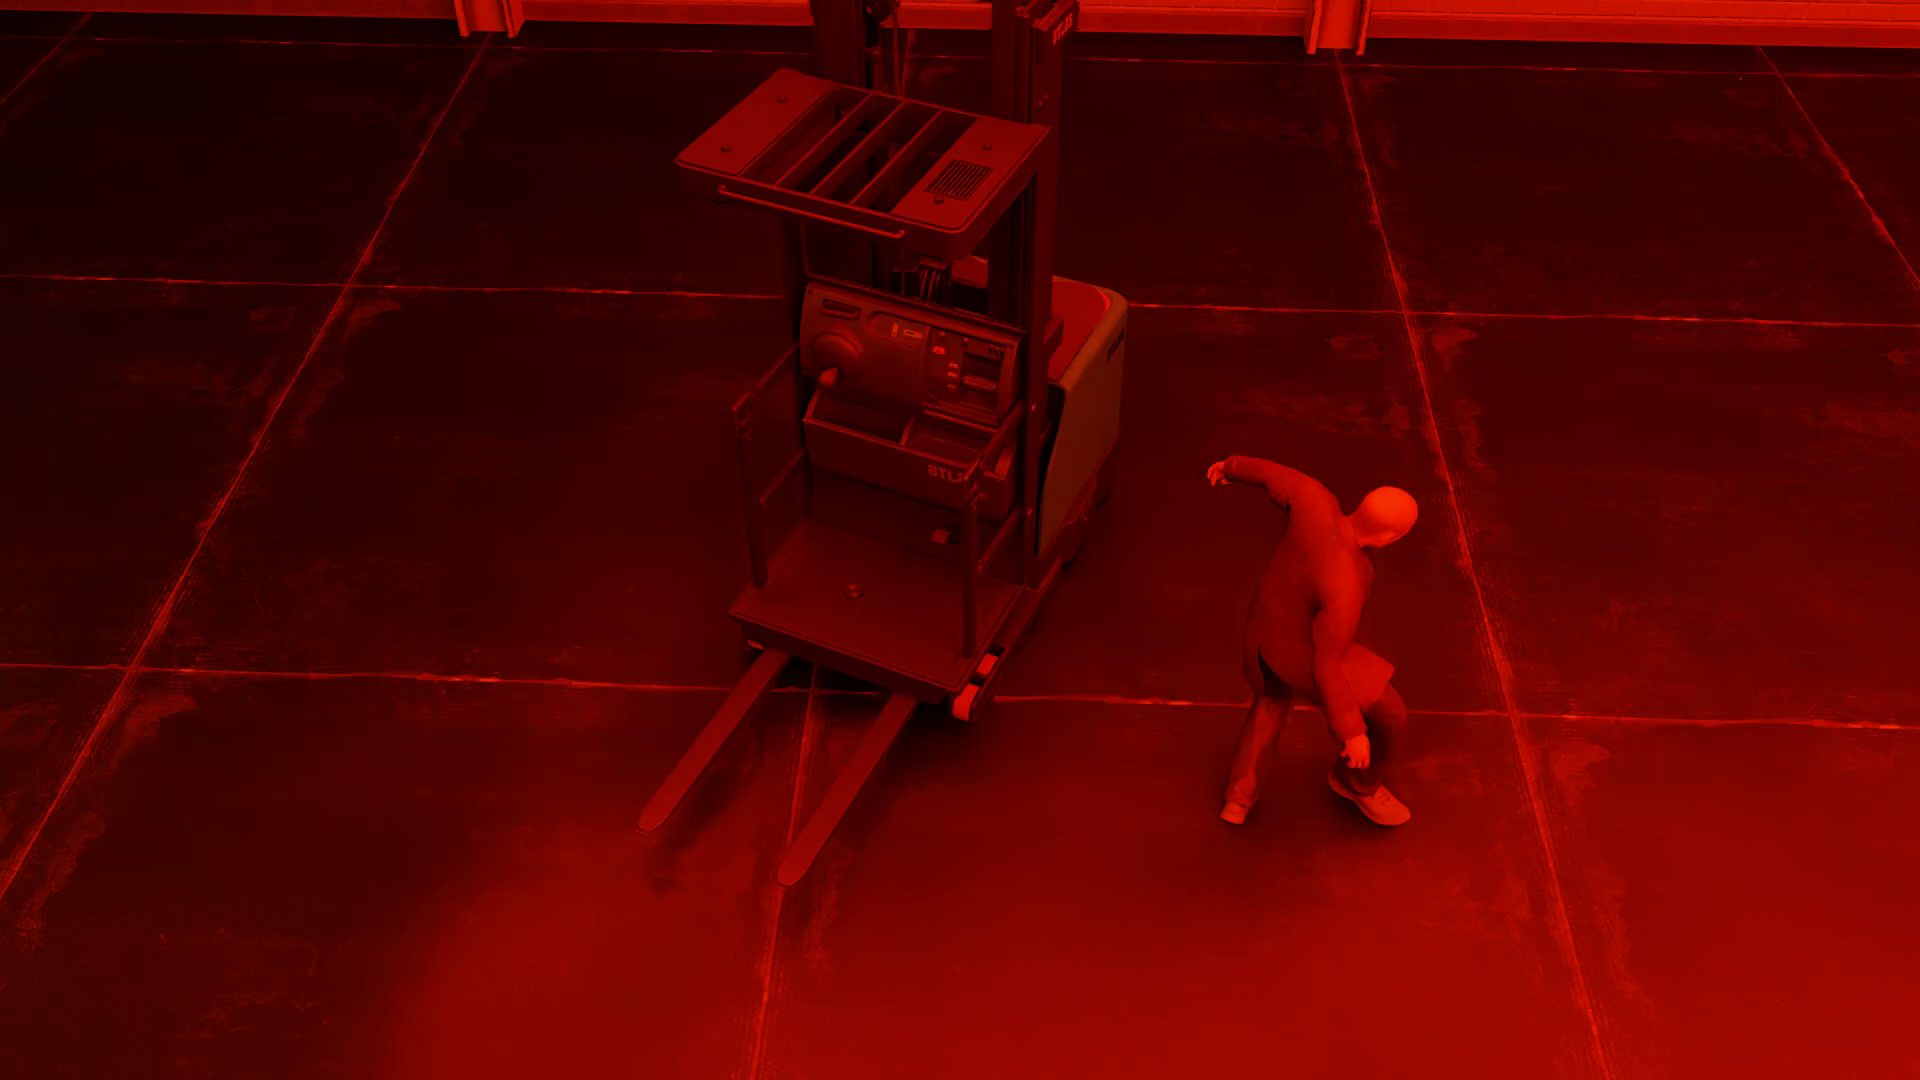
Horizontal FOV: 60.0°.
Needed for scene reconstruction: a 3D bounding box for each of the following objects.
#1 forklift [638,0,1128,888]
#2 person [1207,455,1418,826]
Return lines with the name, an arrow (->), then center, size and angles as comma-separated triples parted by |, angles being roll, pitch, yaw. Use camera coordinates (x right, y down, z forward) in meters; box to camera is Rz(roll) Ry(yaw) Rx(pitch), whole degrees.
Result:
forklift -> -0.299, -0.648, 6.452 | 1.130, 2.935, 3.031 | 17, 45, 18
person -> 1.282, 0.359, 6.410 | 0.689, 1.681, 1.255 | -13, 44, -14
